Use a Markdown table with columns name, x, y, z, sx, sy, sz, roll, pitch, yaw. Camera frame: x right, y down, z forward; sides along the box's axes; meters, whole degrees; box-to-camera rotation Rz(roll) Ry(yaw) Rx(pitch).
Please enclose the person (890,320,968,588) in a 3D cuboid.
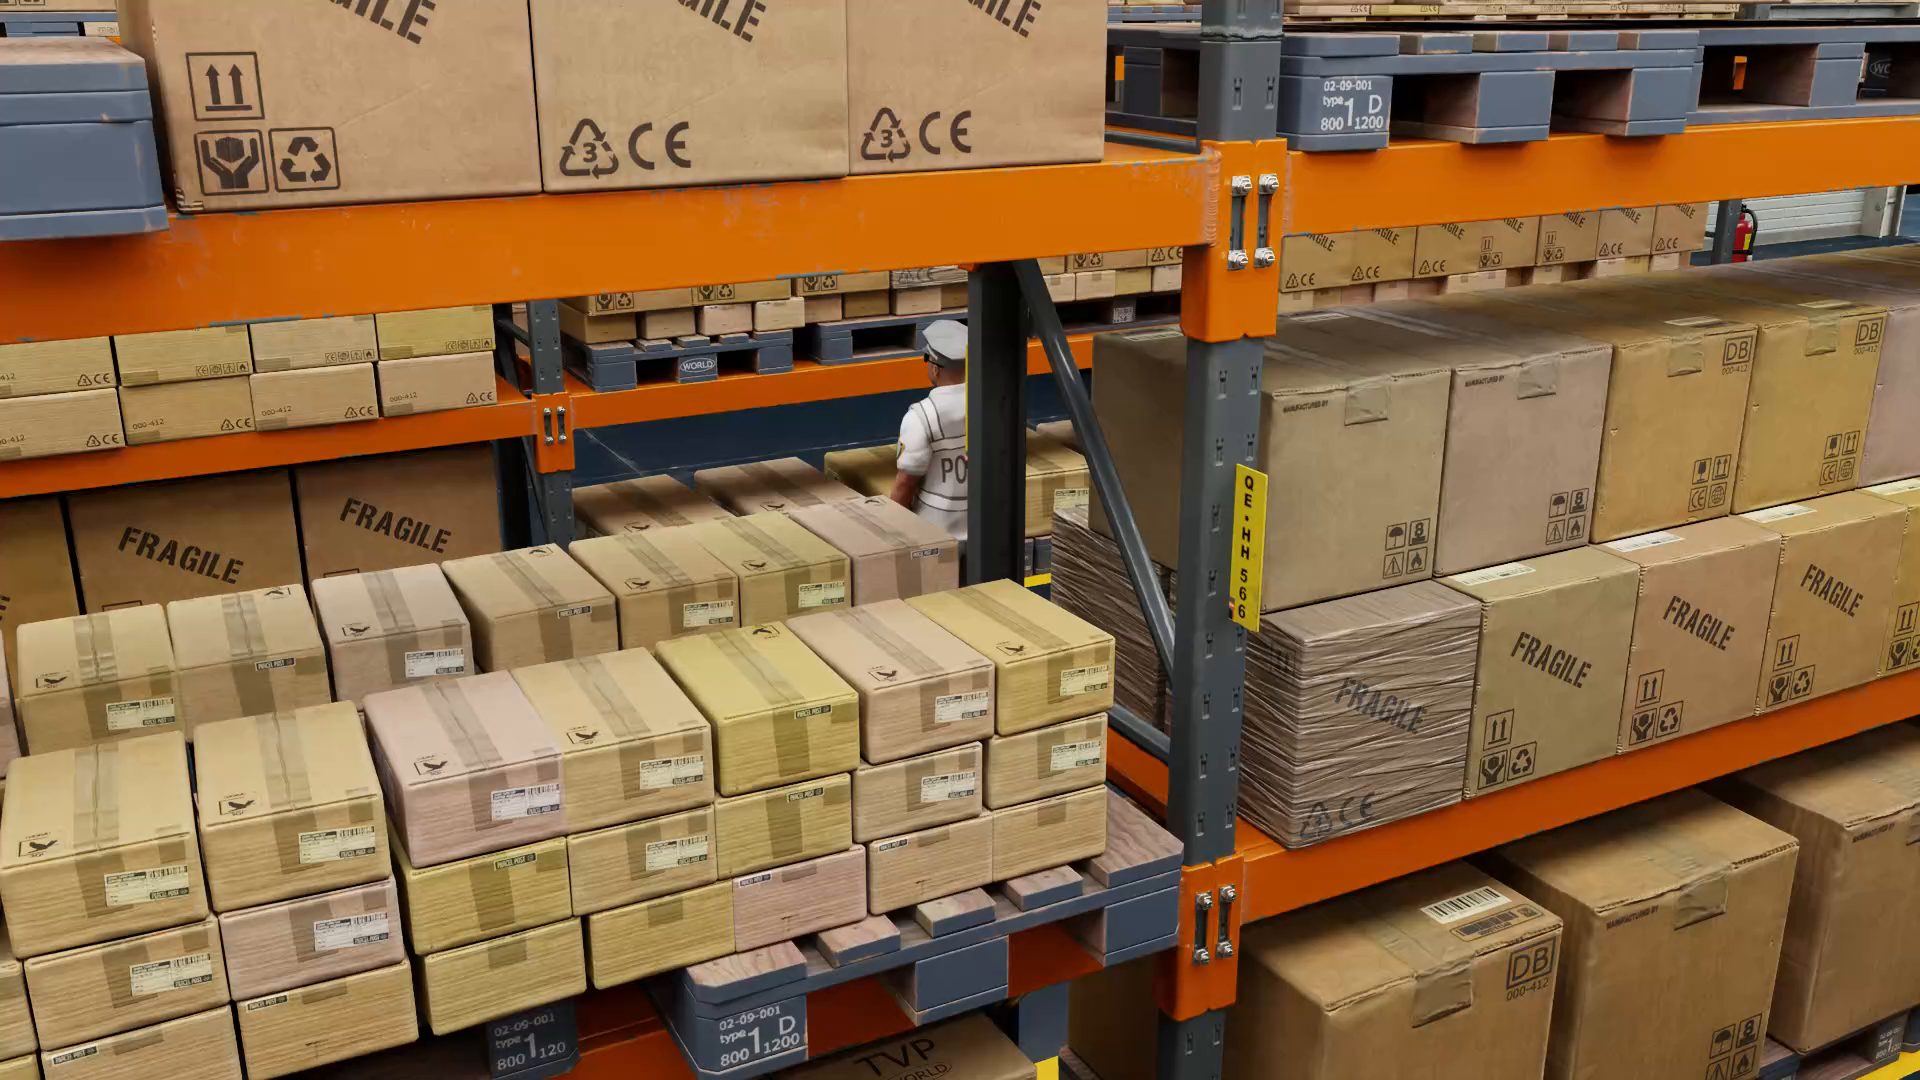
| name | x | y | z | sx | sy | sz | roll | pitch | yaw |
| --- | --- | --- | --- | --- | --- | --- | --- | --- | --- |
| person | -0.063 | -0.098 | 7.266 | 0.641 | 1.782 | 0.573 | -10 | 21 | -27 |
